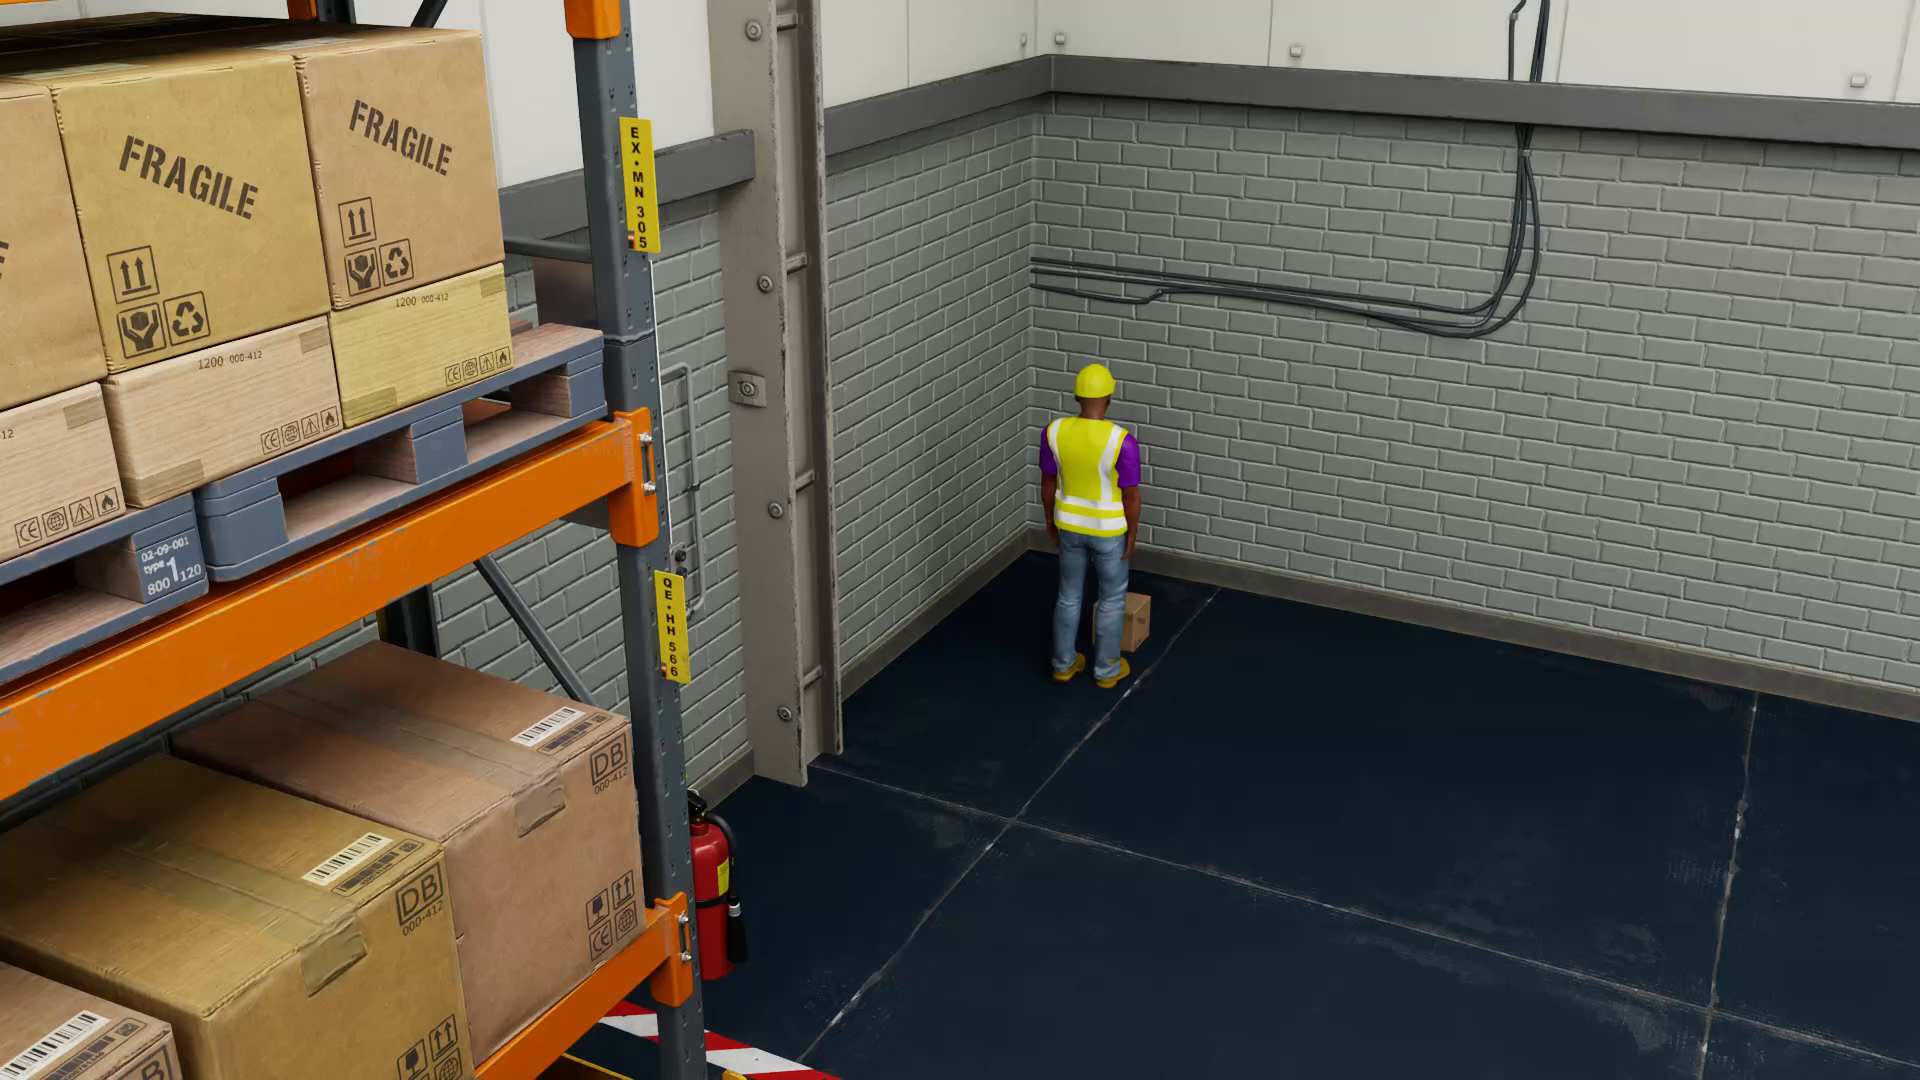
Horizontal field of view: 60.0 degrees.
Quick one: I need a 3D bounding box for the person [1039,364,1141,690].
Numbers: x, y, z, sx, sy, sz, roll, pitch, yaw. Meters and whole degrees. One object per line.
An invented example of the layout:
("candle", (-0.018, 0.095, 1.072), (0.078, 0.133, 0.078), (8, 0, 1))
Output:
("person", (0.692, -0.075, 8.755), (0.562, 1.766, 0.367), (12, 25, 26))
